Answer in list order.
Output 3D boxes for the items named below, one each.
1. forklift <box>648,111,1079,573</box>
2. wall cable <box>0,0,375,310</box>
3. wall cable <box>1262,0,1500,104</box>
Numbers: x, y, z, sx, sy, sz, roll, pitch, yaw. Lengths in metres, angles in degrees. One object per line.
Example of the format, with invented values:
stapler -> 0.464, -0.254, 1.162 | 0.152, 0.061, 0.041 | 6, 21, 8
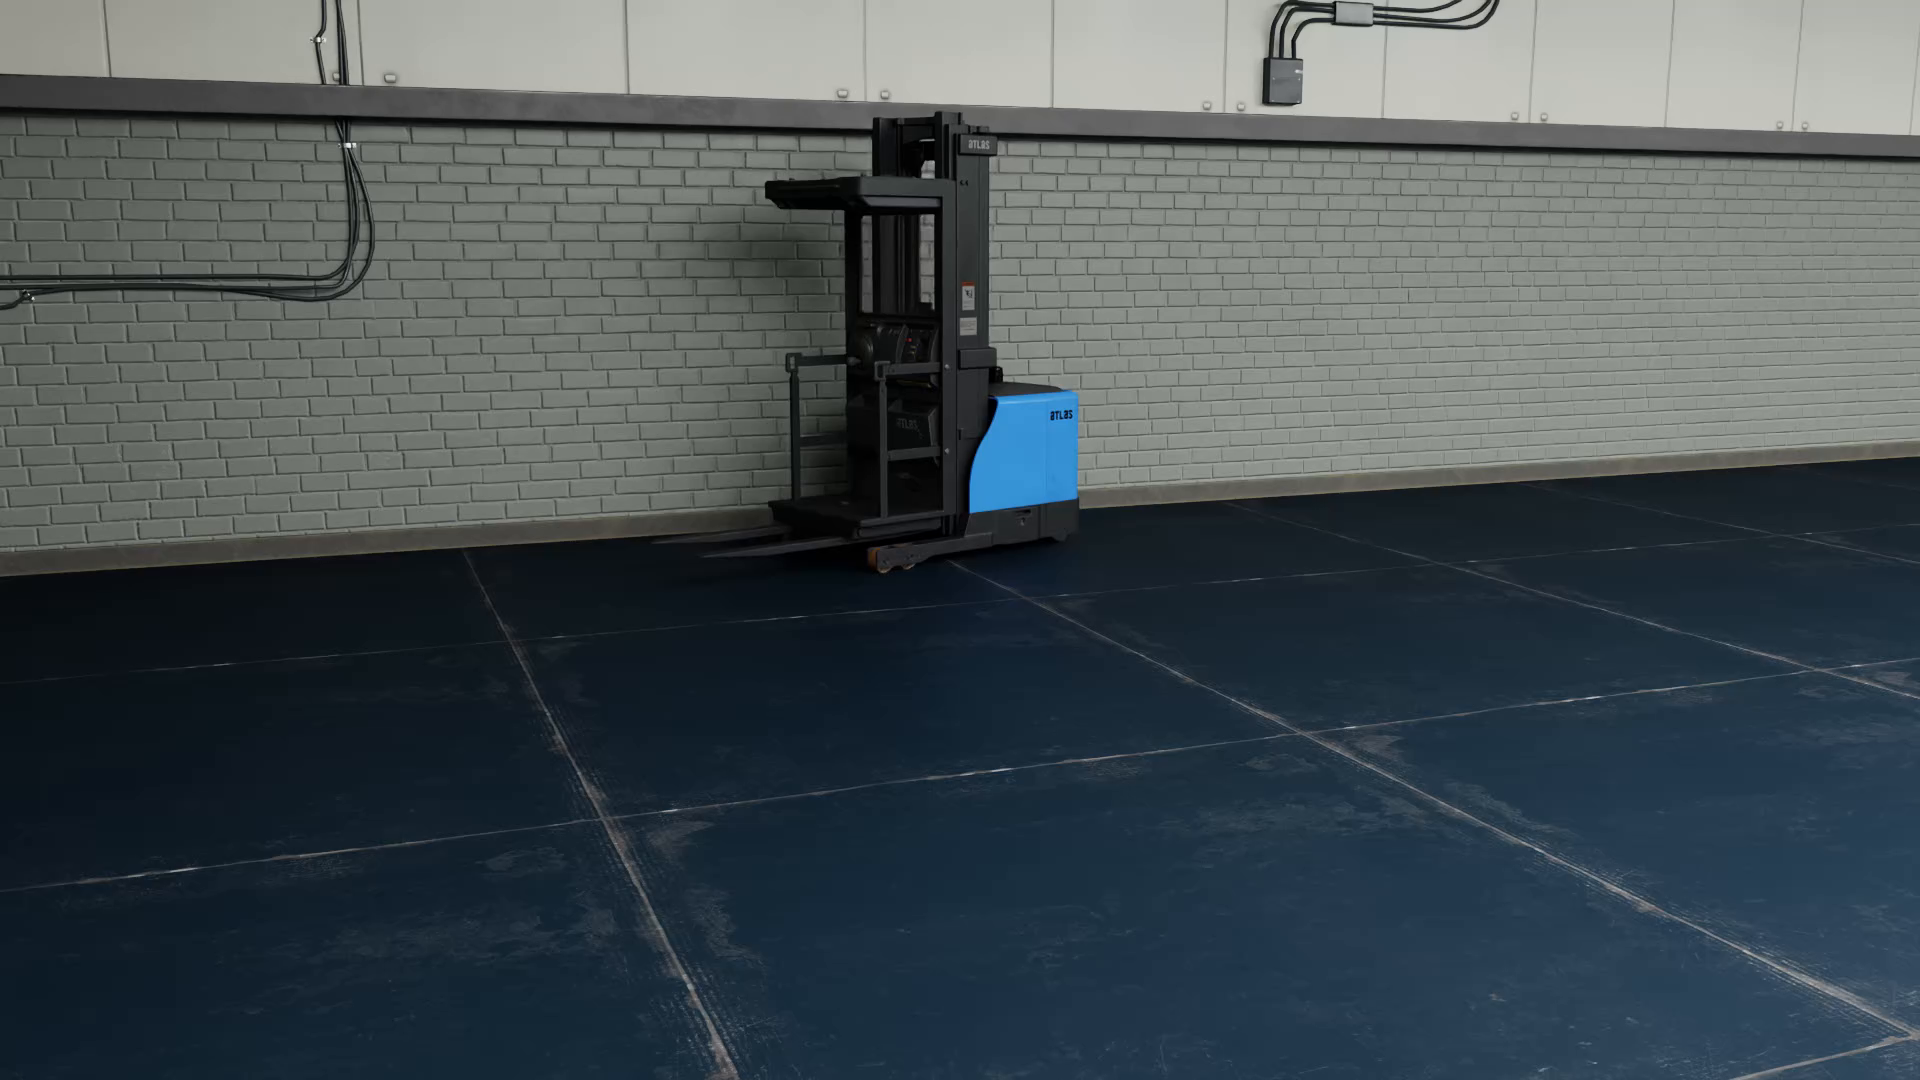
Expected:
forklift -> -0.609, -1.334, 11.053 | 3.031, 2.935, 1.130 | -8, 13, -39
wall cable -> -5.329, -2.717, 10.363 | 3.097, 2.526, 0.112 | -4, 11, -21
wall cable -> 3.525, -6.520, 13.166 | 2.305, 6.003, 0.169 | -4, 11, -21
